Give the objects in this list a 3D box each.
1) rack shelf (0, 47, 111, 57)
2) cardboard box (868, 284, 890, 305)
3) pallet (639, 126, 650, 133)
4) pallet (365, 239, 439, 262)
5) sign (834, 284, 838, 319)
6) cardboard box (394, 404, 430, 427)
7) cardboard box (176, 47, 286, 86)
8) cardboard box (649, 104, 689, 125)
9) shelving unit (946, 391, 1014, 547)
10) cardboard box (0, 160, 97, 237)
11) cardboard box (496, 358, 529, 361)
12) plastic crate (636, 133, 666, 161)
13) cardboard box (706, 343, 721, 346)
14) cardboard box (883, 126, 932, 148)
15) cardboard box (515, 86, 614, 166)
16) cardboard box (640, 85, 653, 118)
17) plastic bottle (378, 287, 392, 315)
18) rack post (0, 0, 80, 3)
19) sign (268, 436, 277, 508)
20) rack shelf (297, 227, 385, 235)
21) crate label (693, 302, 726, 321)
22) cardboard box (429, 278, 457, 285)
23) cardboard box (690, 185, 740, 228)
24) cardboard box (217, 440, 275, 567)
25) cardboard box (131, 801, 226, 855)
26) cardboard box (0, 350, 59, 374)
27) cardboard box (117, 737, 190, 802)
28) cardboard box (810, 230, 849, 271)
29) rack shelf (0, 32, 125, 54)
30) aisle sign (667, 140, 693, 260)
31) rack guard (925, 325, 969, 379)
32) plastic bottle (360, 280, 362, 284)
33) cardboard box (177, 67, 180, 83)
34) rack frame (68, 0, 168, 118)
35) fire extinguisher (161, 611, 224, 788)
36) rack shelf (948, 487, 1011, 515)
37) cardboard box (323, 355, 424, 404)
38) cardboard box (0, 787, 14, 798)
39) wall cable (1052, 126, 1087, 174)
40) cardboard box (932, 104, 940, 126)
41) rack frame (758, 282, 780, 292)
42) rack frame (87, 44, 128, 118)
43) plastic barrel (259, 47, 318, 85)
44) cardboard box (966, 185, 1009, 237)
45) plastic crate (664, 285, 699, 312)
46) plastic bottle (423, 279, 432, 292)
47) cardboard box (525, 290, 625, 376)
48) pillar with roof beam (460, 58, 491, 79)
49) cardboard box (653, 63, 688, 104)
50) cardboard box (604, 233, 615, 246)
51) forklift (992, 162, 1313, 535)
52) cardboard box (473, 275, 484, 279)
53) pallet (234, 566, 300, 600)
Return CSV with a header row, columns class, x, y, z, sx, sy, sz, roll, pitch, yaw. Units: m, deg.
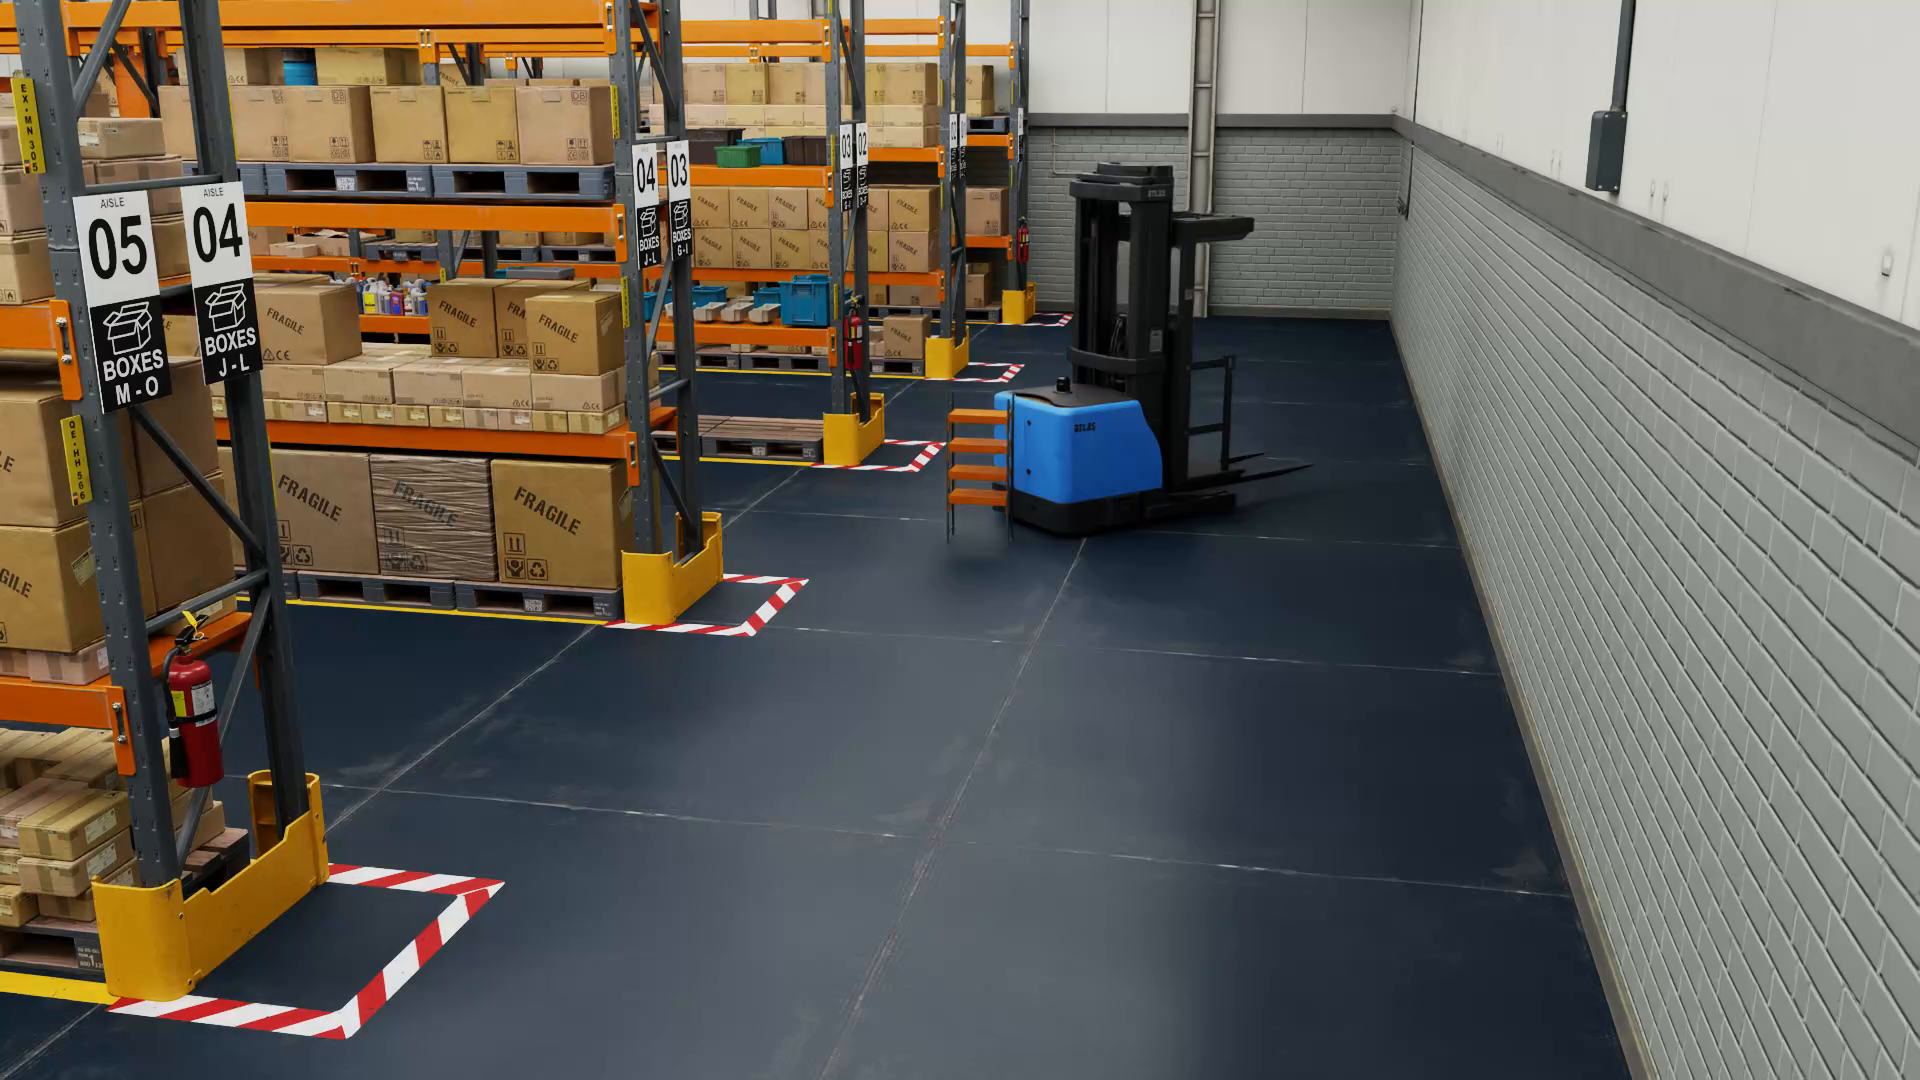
class,x,y,z,sx,sy,sz,roll,pitch,yaw
rack shelf,-13.804,-6.709,22.951,4.000,0.370,1.077,3,16,11
cardboard box,-1.315,-3.997,26.197,0.500,0.500,0.700,3,16,12
pallet,-4.630,-5.233,21.498,1.003,0.211,1.213,3,16,11
pallet,-7.246,-3.928,22.411,1.003,0.211,1.213,3,16,11
sign,-1.169,-2.251,15.692,0.005,0.325,0.100,3,16,11
cardboard box,-3.733,-0.900,11.594,0.250,0.149,0.380,3,16,11
cardboard box,-5.062,-3.288,11.557,0.500,0.250,0.500,2,16,7
cardboard box,-3.578,-5.348,20.906,0.500,0.250,0.500,3,16,11
shelving unit,0.162,-0.569,13.300,0.503,1.200,0.258,3,16,11
cardboard box,-3.652,-1.301,6.295,0.500,0.250,0.500,3,16,9
cardboard box,-2.990,-1.214,11.980,0.500,0.250,0.500,3,16,10
plastic crate,-3.186,-3.904,16.569,0.530,0.282,0.437,3,16,11
cardboard box,-3.390,-2.876,22.115,0.500,0.500,0.500,3,16,11
cardboard box,-0.641,-4.944,20.383,0.500,0.250,0.500,3,16,11
cardboard box,-2.583,-2.779,11.125,0.500,0.500,0.700,2,16,8
cardboard box,-4.898,-6.959,26.363,0.500,0.500,0.700,3,16,11
plastic bottle,-5.804,-2.425,16.862,0.135,0.276,0.152,3,16,11
rack post,-10.888,-5.860,17.416,3.121,1.000,1.013,3,16,11
sign,-3.042,-0.288,7.291,0.005,0.325,0.100,3,16,11
rack shelf,-8.901,-5.094,27.609,4.000,0.370,1.077,3,16,11
crate label,-2.470,-2.242,16.349,0.243,0.136,0.396,3,16,11
cardboard box,-6.905,-3.416,22.660,0.500,0.250,0.500,4,16,13
cardboard box,-3.093,-4.229,21.080,0.500,0.500,0.500,3,16,9
cardboard box,-5.352,-0.356,12.352,0.875,0.875,0.875,3,16,11
cardboard box,-3.600,1.331,7.622,0.250,0.149,0.380,3,16,12
cardboard box,-4.033,-0.521,7.135,0.500,0.500,0.500,4,16,13
cardboard box,-3.596,1.039,7.561,0.250,0.149,0.380,2,16,9
cardboard box,-1.575,-3.668,20.926,0.500,0.500,0.500,3,16,12
rack shelf,-10.875,-5.200,17.505,4.000,0.370,1.077,3,16,11
aisle sign,-1.932,-2.348,11.481,0.004,0.787,0.394,3,16,11
rack guard,-0.159,-2.412,21.262,0.348,0.500,1.175,3,16,11
plastic bottle,-6.311,-2.603,17.504,0.135,0.276,0.152,3,16,11
cardboard box,-10.685,-6.120,22.438,0.500,0.500,0.500,5,16,16
rack frame,-5.982,-4.125,11.526,0.127,3.000,1.000,3,16,11
fire extinguisher,-2.995,0.622,6.470,0.183,0.674,0.296,3,16,11
rack shelf,0.162,-0.313,13.371,0.480,0.148,0.258,3,16,11
cardboard box,-4.097,-1.129,11.673,0.500,0.250,0.500,3,16,11
cardboard box,-4.233,1.185,7.034,0.250,0.149,0.380,3,16,10
wall cable,2.342,-5.577,26.104,1.851,1.984,0.084,3,16,11
cardboard box,-0.537,-5.322,20.811,0.500,0.250,0.500,3,16,11
rack frame,-3.021,-5.121,26.360,0.127,3.000,1.000,3,16,11
rack frame,-8.915,-5.633,16.972,0.127,3.000,1.000,3,16,11
plastic barrel,-6.698,-4.470,16.664,0.708,0.901,0.600,3,16,11
cardboard box,0.397,-5.077,25.641,0.700,0.700,0.980,4,16,14
plastic crate,-2.836,-2.450,16.919,0.300,0.233,0.416,3,16,11
plastic bottle,-5.613,-2.612,17.544,0.097,0.271,0.097,0,15,0
cardboard box,-2.593,-1.411,11.284,0.500,0.500,0.500,3,16,12
pillar with roof beam,-8.900,-7.394,23.329,0.400,9.000,9.100,3,16,11
cardboard box,-3.521,-5.785,21.077,0.500,0.500,0.700,3,16,11
cardboard box,-4.424,-4.159,21.914,0.500,0.500,0.700,-2,16,-8
forklift,1.779,-1.733,14.259,3.031,2.935,1.130,-10,18,-33
cardboard box,-7.657,-4.366,27.493,0.500,0.500,0.700,3,16,12
pallet,-5.253,0.171,12.479,1.213,0.211,1.003,3,16,11
